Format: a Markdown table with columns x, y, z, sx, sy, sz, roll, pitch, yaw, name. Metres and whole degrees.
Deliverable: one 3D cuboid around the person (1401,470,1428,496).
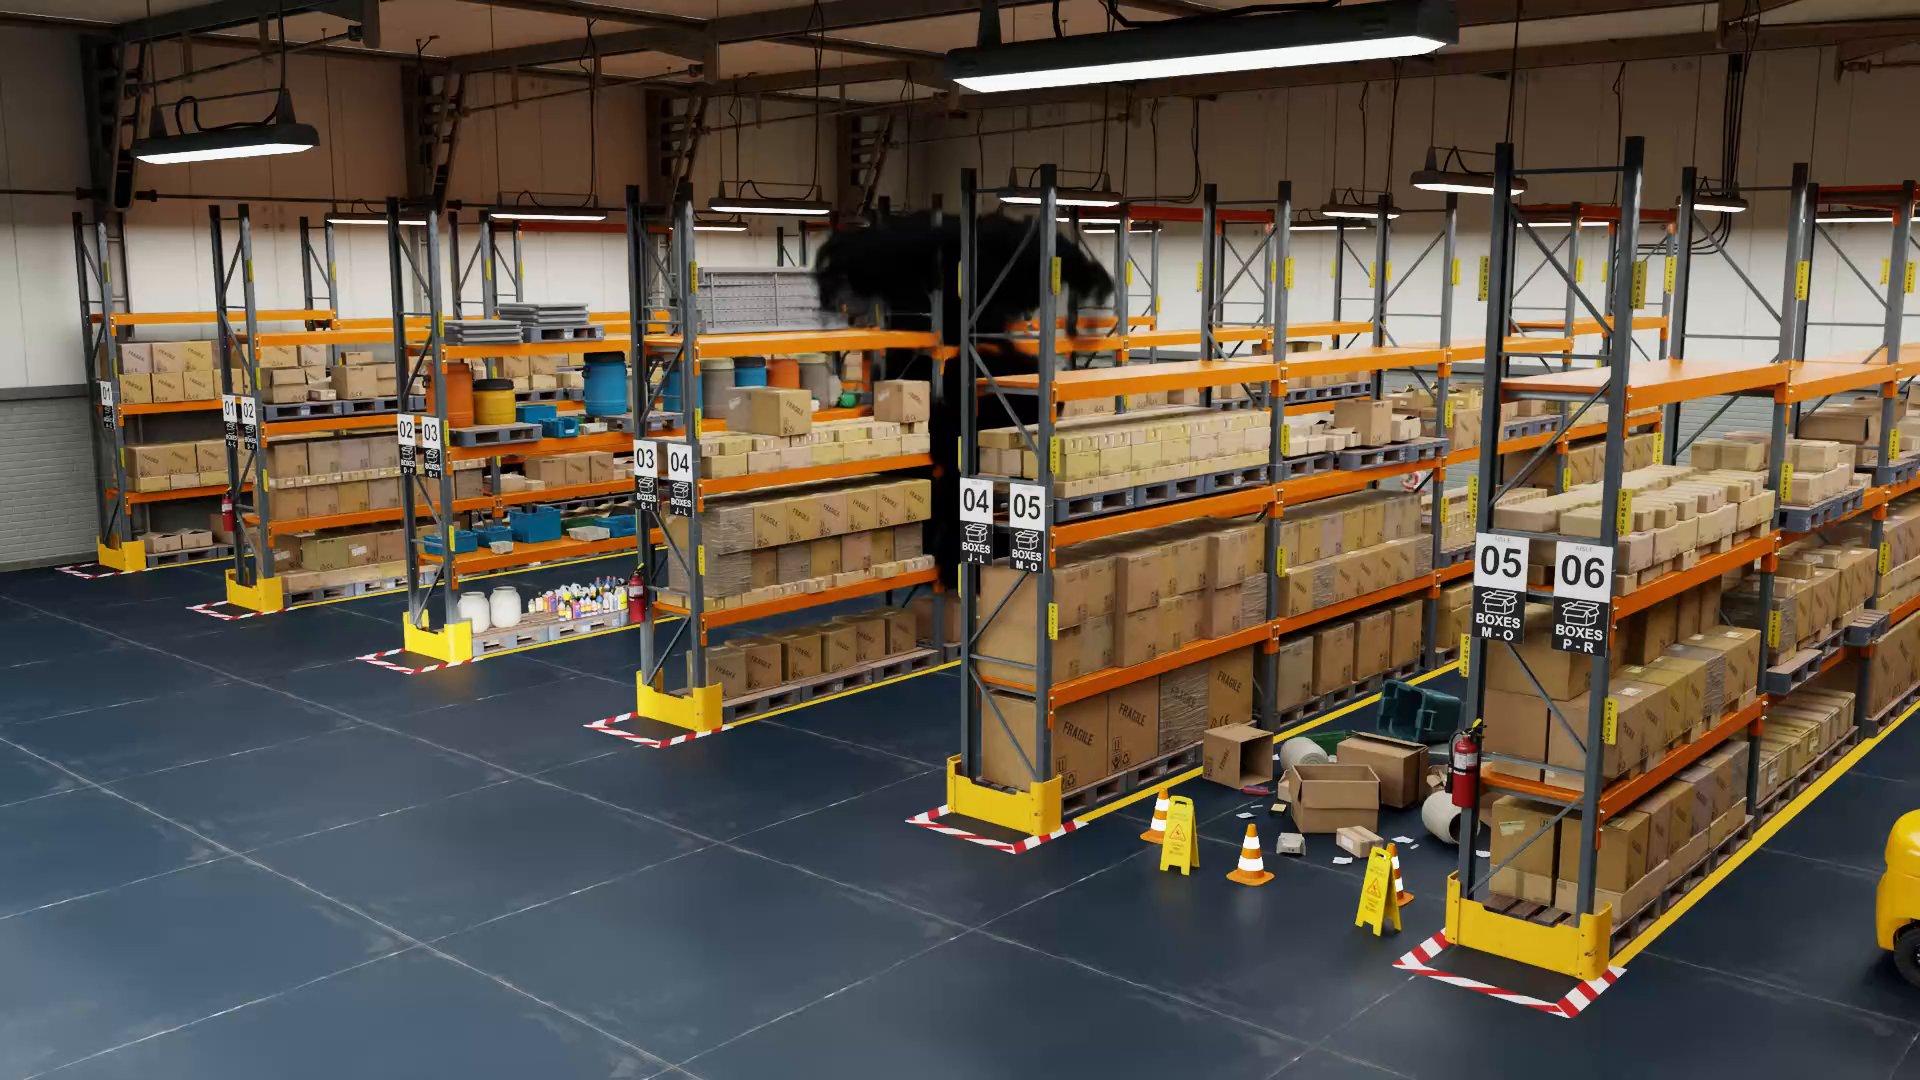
| x | y | z | sx | sy | sz | roll | pitch | yaw | name |
| --- | --- | --- | --- | --- | --- | --- | --- | --- | --- |
| 8.447 | -0.803 | 30.928 | 0.698 | 1.772 | 0.869 | -6 | 11 | -33 | person |
